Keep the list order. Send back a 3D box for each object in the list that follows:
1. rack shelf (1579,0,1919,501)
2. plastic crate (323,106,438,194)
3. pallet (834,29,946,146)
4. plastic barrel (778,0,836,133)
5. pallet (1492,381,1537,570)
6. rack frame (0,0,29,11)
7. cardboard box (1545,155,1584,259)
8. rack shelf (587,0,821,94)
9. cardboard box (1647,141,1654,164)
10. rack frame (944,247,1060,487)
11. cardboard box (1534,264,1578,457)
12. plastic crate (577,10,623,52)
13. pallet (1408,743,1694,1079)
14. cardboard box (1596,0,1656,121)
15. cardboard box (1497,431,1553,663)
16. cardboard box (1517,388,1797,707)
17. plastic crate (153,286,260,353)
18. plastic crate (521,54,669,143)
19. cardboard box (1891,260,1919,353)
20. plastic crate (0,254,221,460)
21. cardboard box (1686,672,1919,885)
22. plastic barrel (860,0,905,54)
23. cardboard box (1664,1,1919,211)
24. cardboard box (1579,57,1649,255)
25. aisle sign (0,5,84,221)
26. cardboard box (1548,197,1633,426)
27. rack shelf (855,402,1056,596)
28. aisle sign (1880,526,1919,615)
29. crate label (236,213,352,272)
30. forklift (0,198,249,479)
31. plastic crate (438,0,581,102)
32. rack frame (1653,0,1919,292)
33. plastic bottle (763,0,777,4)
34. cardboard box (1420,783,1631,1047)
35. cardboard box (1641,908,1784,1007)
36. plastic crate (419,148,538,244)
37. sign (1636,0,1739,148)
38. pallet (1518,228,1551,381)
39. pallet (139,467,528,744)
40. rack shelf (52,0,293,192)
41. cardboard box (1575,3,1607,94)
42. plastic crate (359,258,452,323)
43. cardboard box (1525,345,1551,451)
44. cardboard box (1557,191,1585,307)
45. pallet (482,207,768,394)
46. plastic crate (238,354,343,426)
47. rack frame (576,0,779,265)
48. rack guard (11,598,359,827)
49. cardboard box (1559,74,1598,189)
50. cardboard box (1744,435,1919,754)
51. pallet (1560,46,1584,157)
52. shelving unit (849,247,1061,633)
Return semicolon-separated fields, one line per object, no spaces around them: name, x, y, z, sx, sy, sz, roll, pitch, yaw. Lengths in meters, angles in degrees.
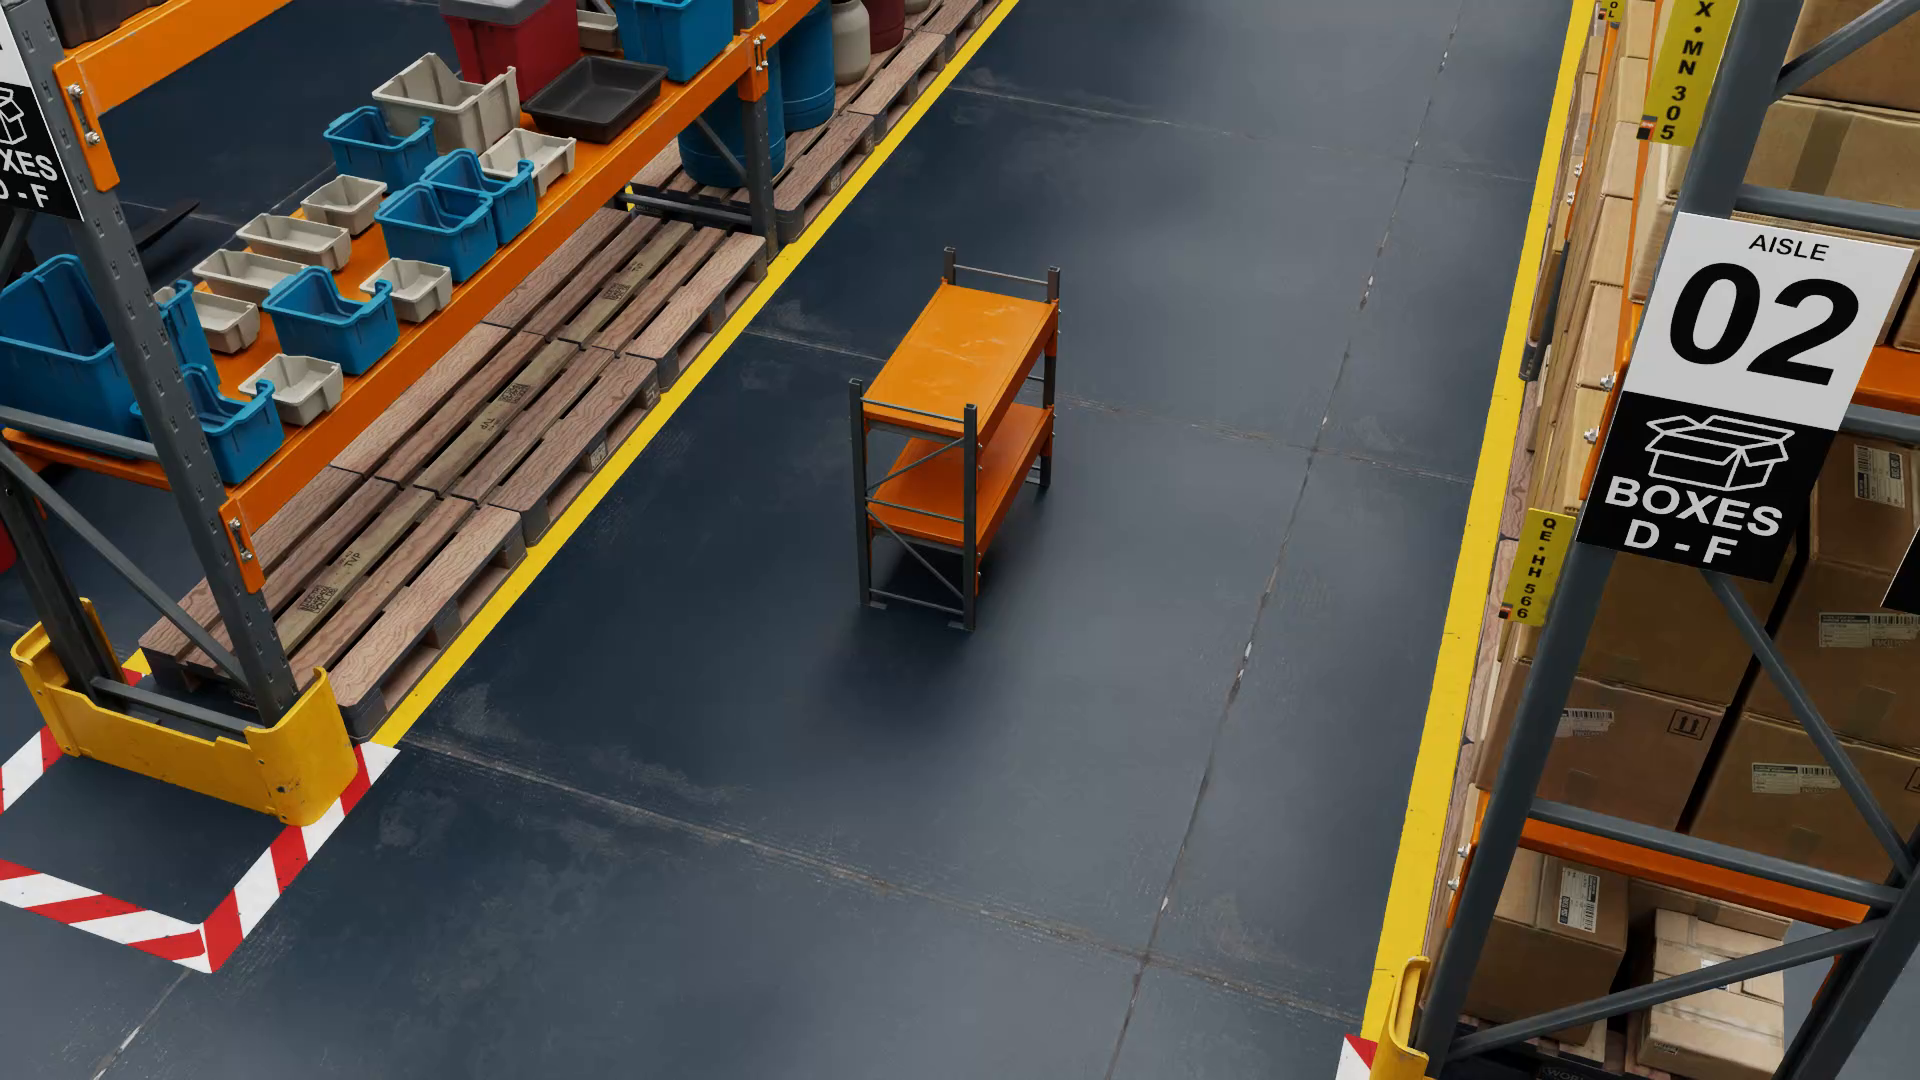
rack shelf;2.489;-1.326;4.736;1.077;0.370;4.000;13;42;15
plastic crate;-2.387;-1.609;6.907;0.416;0.233;0.300;13;42;15
pallet;-0.762;-2.927;10.518;1.003;0.211;1.213;13;42;15
plastic barrel;-1.036;-2.901;9.632;0.600;0.901;0.708;13;42;15
pallet;2.938;-0.199;7.320;1.003;0.211;1.213;13;42;15
rack frame;-2.848;-2.622;3.390;1.000;3.000;0.127;13;42;15
cardboard box;3.250;-1.559;8.353;0.500;0.500;0.500;13;42;15
rack shelf;-0.796;-3.726;9.860;1.077;0.370;4.000;13;42;15
cardboard box;1.915;-0.997;3.912;0.500;0.250;0.500;13;42;15
rack frame;0.172;-0.734;7.243;0.500;1.125;0.032;13;42;15
cardboard box;2.225;-0.538;5.492;0.500;0.500;0.500;13;42;14
plastic crate;-1.774;-2.450;7.968;0.396;0.136;0.243;13;42;15
pallet;2.103;1.290;5.576;1.003;0.211;1.213;13;42;15
cardboard box;2.748;-1.872;6.285;0.500;0.500;0.500;14;43;16
cardboard box;1.877;0.073;4.777;0.500;0.500;0.500;14;42;15
cardboard box;1.699;0.011;4.079;0.500;0.500;0.500;13;42;15
plastic crate;-2.739;-0.800;6.034;0.396;0.136;0.243;13;42;15
plastic crate;-1.611;-1.956;7.397;0.437;0.125;0.590;13;42;15
cardboard box;2.220;-0.579;3.422;0.500;0.250;0.500;13;42;15
plastic crate;-2.909;-0.622;5.594;0.616;0.435;0.499;13;42;15
cardboard box;2.205;0.511;4.262;0.500;0.500;0.500;14;42;16
plastic barrel;-0.650;-3.471;10.541;0.600;0.588;0.708;13;42;15
cardboard box;1.742;-0.883;3.393;0.500;0.250;0.500;13;42;15
cardboard box;2.395;-1.243;5.549;0.500;0.500;0.500;12;42;14
aisle sign;-2.594;-1.219;4.365;0.394;0.787;0.004;13;42;15
cardboard box;2.044;-0.615;4.812;0.500;0.500;0.500;14;43;16
rack shelf;-0.002;-0.238;7.039;0.538;0.278;1.000;13;42;15
aisle sign;2.058;-0.121;3.077;0.394;0.787;0.004;13;42;15
crate label;-2.554;-1.149;6.443;0.396;0.136;0.243;13;42;15
forklift;-4.420;-1.824;7.130;1.130;2.935;3.031;14;42;15
plastic crate;-2.021;-2.338;7.584;0.402;0.464;0.583;13;42;15
rack frame;1.805;-1.521;2.099;1.000;3.000;0.127;13;42;15
plastic bottle;-0.954;-2.864;8.386;0.061;0.283;0.133;13;42;15
cardboard box;1.760;1.159;5.168;0.500;0.500;0.500;13;42;15
cardboard box;2.357;1.341;5.212;0.380;0.166;0.250;13;42;15
plastic crate;-1.901;-1.363;6.619;0.416;0.233;0.300;13;42;15
sign;1.291;-0.852;2.944;0.100;0.325;0.005;13;42;15
pallet;3.416;-1.122;8.402;1.003;0.211;1.213;13;42;15
pallet;-2.530;0.226;6.822;1.003;0.211;1.213;13;42;15
rack shelf;-2.164;-2.427;6.027;1.077;0.370;4.000;13;42;15
cardboard box;3.943;-2.799;9.807;0.500;0.500;0.500;12;42;14
plastic crate;-2.035;-0.931;6.187;0.250;0.136;0.298;13;42;15
cardboard box;2.826;-0.615;7.392;0.500;0.311;0.500;13;42;15
cardboard box;2.571;-1.153;6.213;0.500;0.500;0.500;14;42;16
pallet;-1.695;-1.262;8.566;1.003;0.211;1.213;13;42;15
plastic crate;-2.267;-0.517;5.702;0.250;0.136;0.298;13;42;15
rack frame;-1.480;-2.780;8.197;1.000;3.000;0.127;13;42;15
rack guard;-2.844;0.628;6.128;1.175;0.500;0.348;13;42;15
cardboard box;3.593;-2.175;9.075;0.500;0.500;0.500;12;42;14
cardboard box;2.205;0.131;3.938;0.500;0.500;0.500;15;43;16
pallet;4.250;-2.610;10.147;1.003;0.211;1.213;13;42;15
shelving unit;-0.002;-0.424;6.880;0.538;1.125;1.048;13;42;15
